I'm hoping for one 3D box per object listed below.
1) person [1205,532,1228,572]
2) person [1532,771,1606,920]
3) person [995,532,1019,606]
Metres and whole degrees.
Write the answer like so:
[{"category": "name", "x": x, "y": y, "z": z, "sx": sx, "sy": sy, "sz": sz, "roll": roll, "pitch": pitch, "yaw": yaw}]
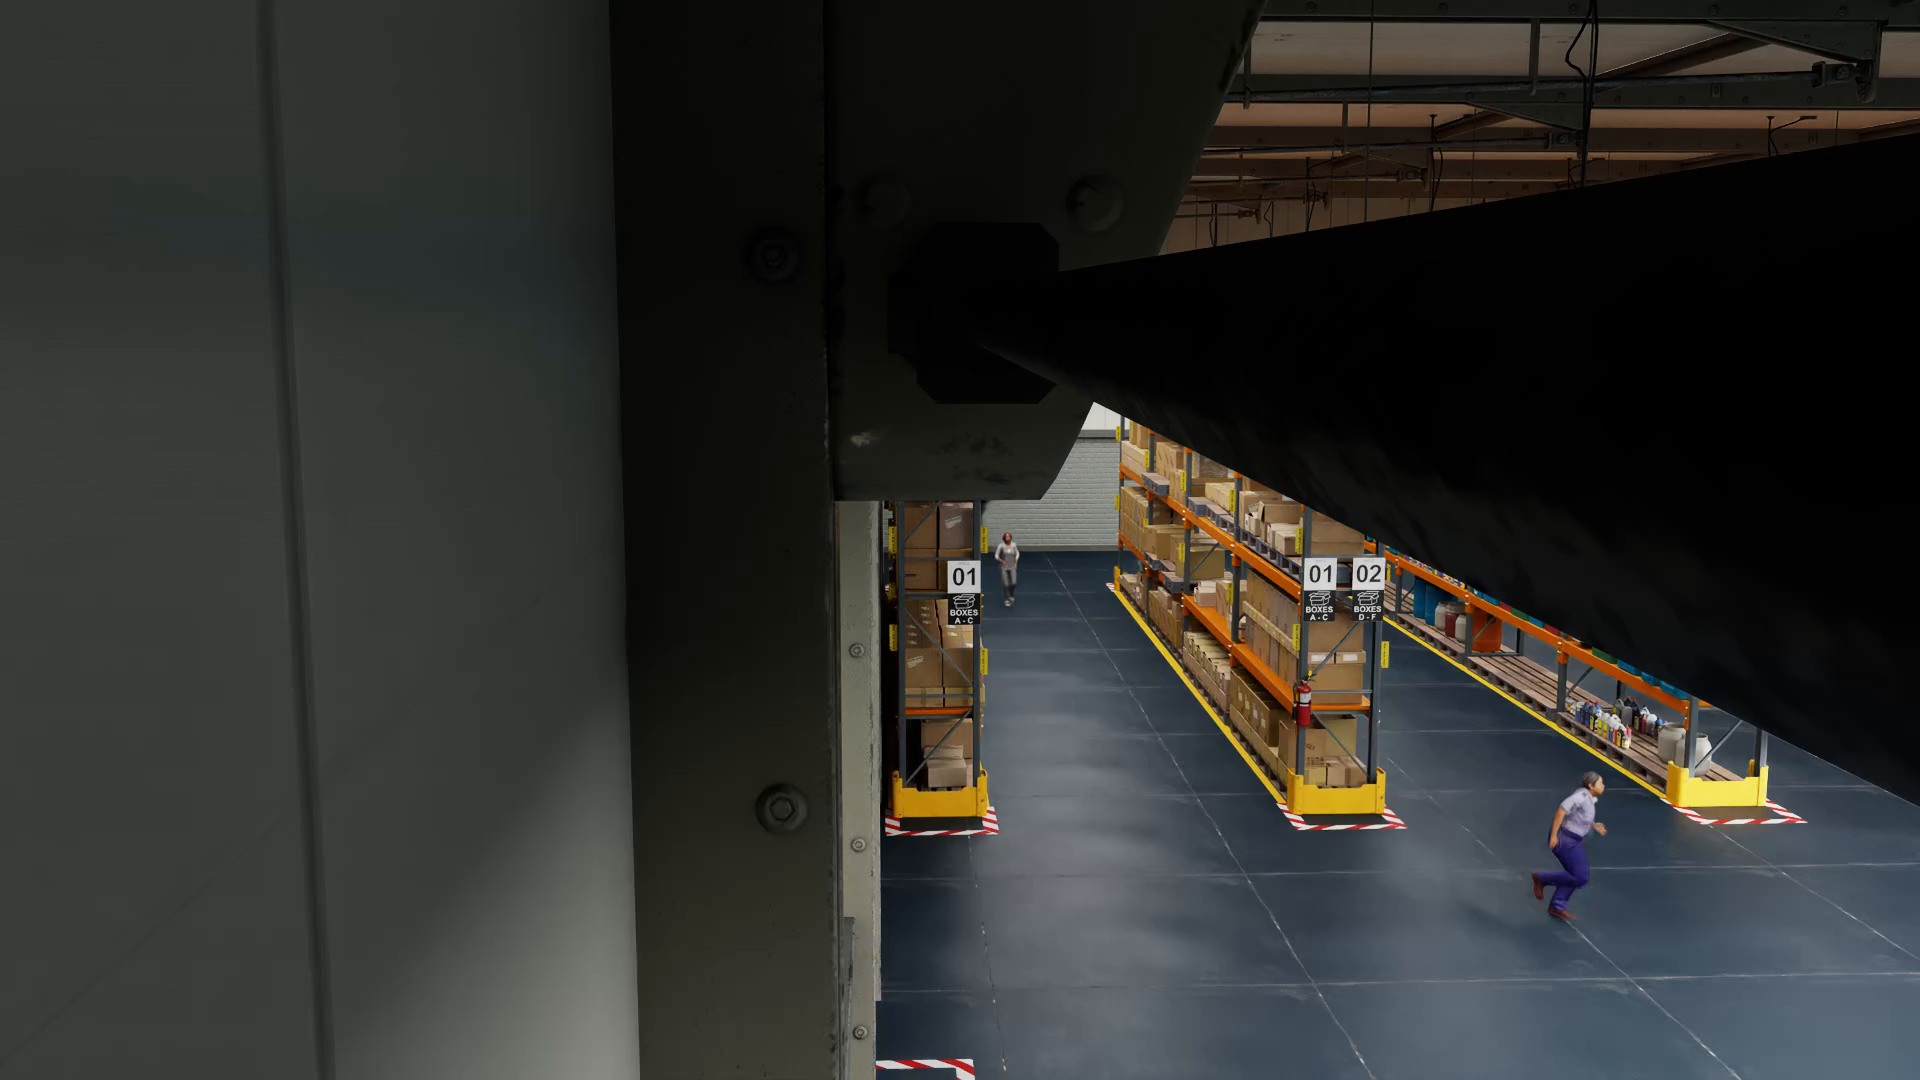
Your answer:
[{"category": "person", "x": 5.578, "y": 0.301, "z": 36.377, "sx": 0.618, "sy": 1.606, "sz": 0.527, "roll": -4, "pitch": 9, "yaw": -24}, {"category": "person", "x": 6.270, "y": 3.129, "z": 17.104, "sx": 0.694, "sy": 1.583, "sz": 0.596, "roll": 3, "pitch": 9, "yaw": 21}, {"category": "person", "x": 0.987, "y": 0.607, "z": 34.380, "sx": 0.536, "sy": 1.563, "sz": 0.575, "roll": -1, "pitch": 8, "yaw": -7}]
